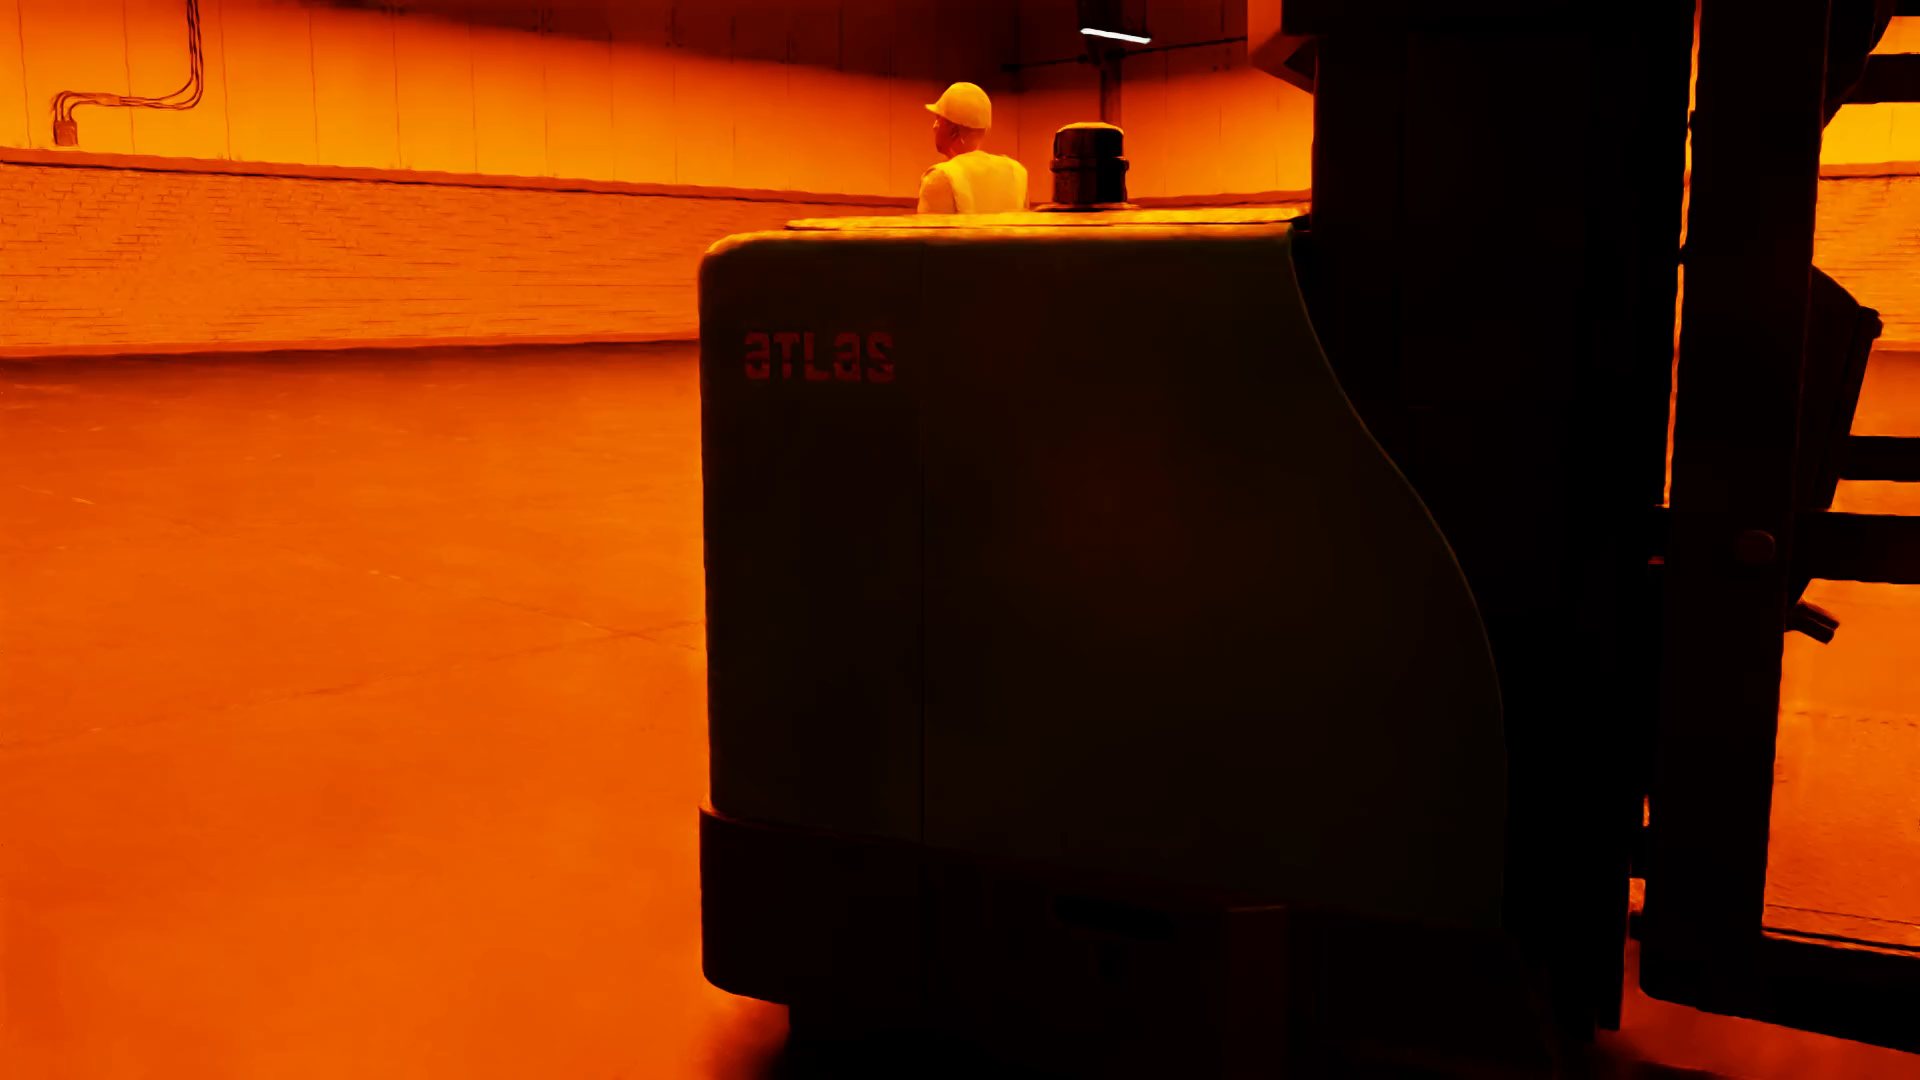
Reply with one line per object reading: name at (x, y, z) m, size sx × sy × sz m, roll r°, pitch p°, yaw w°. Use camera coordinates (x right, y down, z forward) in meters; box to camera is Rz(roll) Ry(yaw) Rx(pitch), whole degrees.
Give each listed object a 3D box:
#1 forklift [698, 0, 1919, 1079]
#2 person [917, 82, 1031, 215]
forklift at (1.207, -0.759, 1.911) m, size 3.031 × 2.935 × 1.130 m, roll 4°, pitch 9°, yaw 24°
person at (-0.046, -0.897, 6.639) m, size 0.576 × 1.782 × 0.655 m, roll 8°, pitch 12°, yaw 43°
